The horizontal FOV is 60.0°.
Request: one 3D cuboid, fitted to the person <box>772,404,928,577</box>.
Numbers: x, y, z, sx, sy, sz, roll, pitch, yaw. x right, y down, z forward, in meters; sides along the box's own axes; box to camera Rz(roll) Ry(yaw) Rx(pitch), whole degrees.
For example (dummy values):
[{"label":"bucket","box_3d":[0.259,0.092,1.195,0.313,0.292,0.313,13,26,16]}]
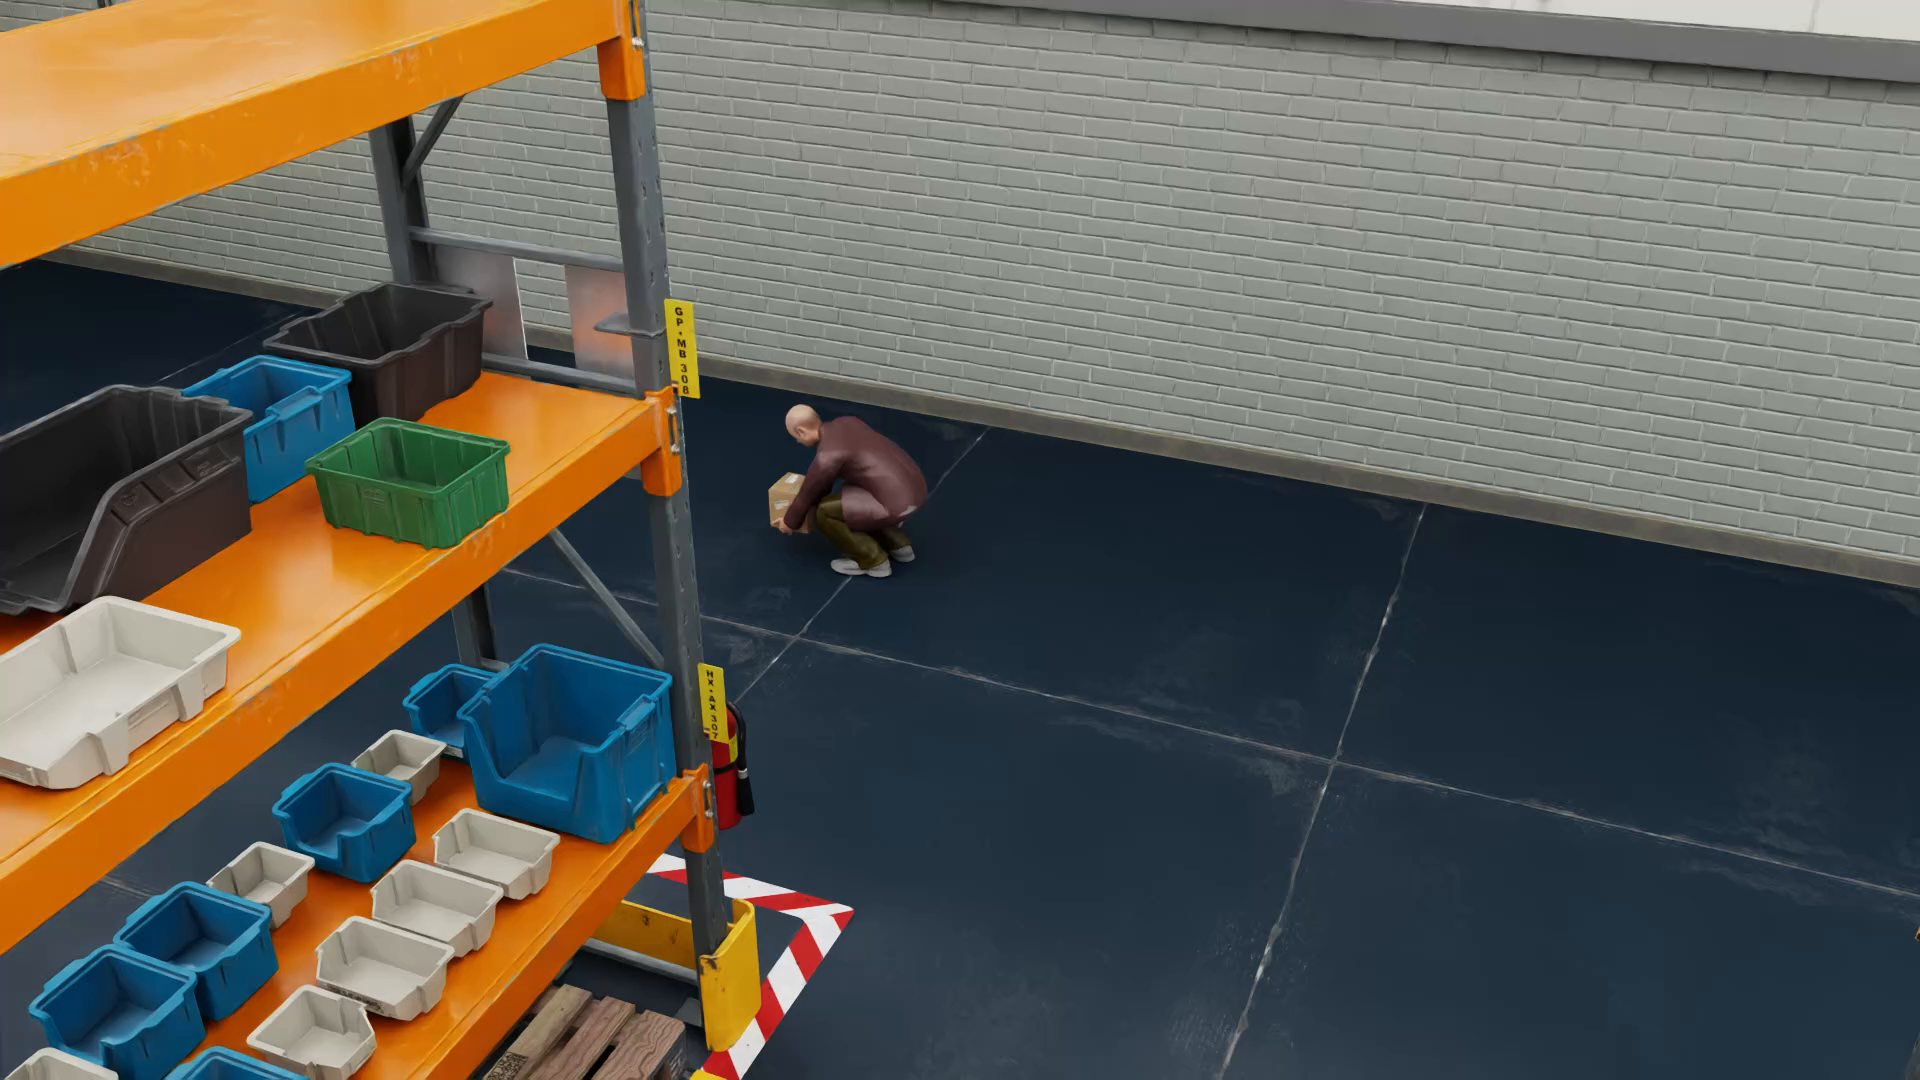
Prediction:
[{"label":"person","box_3d":[-0.642,-0.310,9.776,0.928,0.999,0.578,11,31,18]}]
